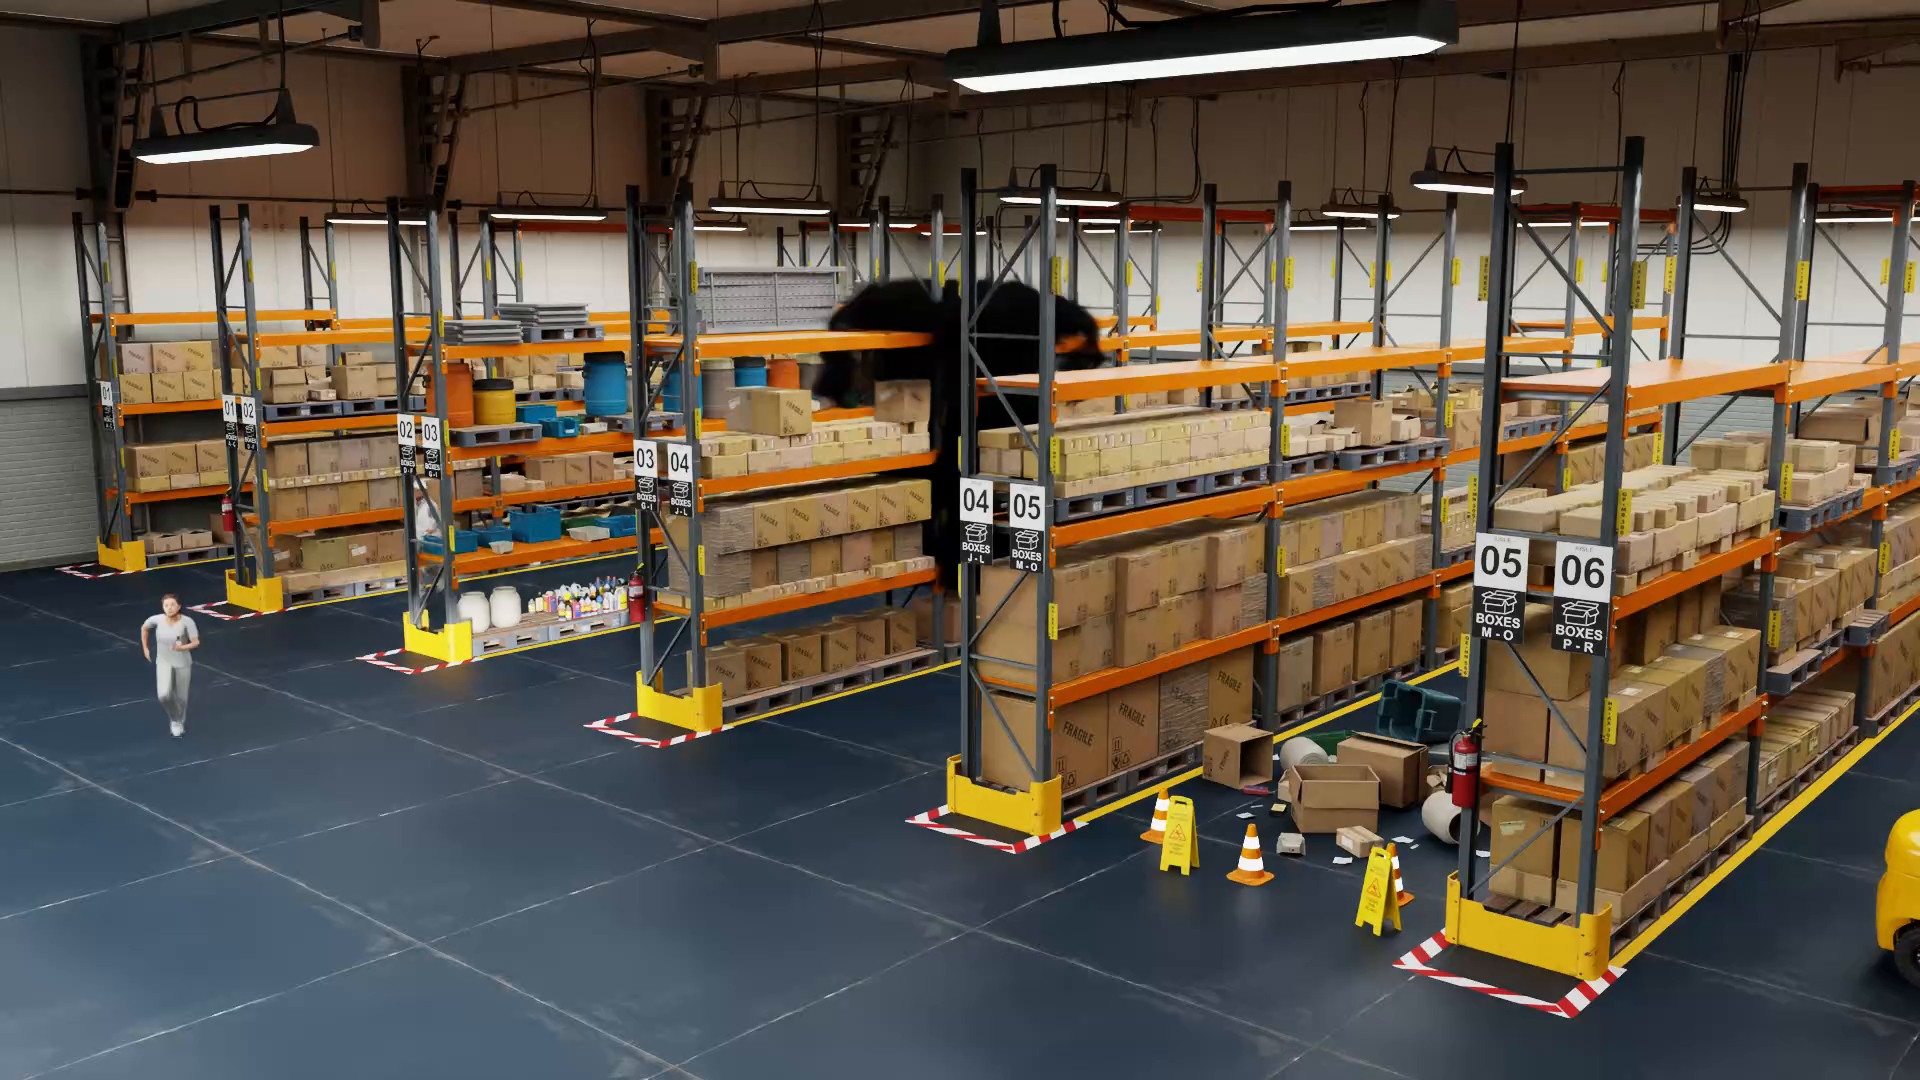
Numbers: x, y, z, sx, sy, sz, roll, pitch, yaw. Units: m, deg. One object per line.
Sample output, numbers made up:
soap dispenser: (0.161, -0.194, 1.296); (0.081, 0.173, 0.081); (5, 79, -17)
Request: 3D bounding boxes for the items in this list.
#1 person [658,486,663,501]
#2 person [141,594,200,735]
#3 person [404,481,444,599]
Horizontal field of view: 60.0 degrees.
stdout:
person: (-6.116, -1.258, 33.666); (0.632, 1.732, 0.897); (8, 13, 41)
person: (-8.550, 1.369, 18.040); (0.598, 1.616, 0.746); (-3, 10, -18)
person: (-7.924, -0.030, 24.588); (0.648, 1.741, 0.760); (2, 10, 10)
